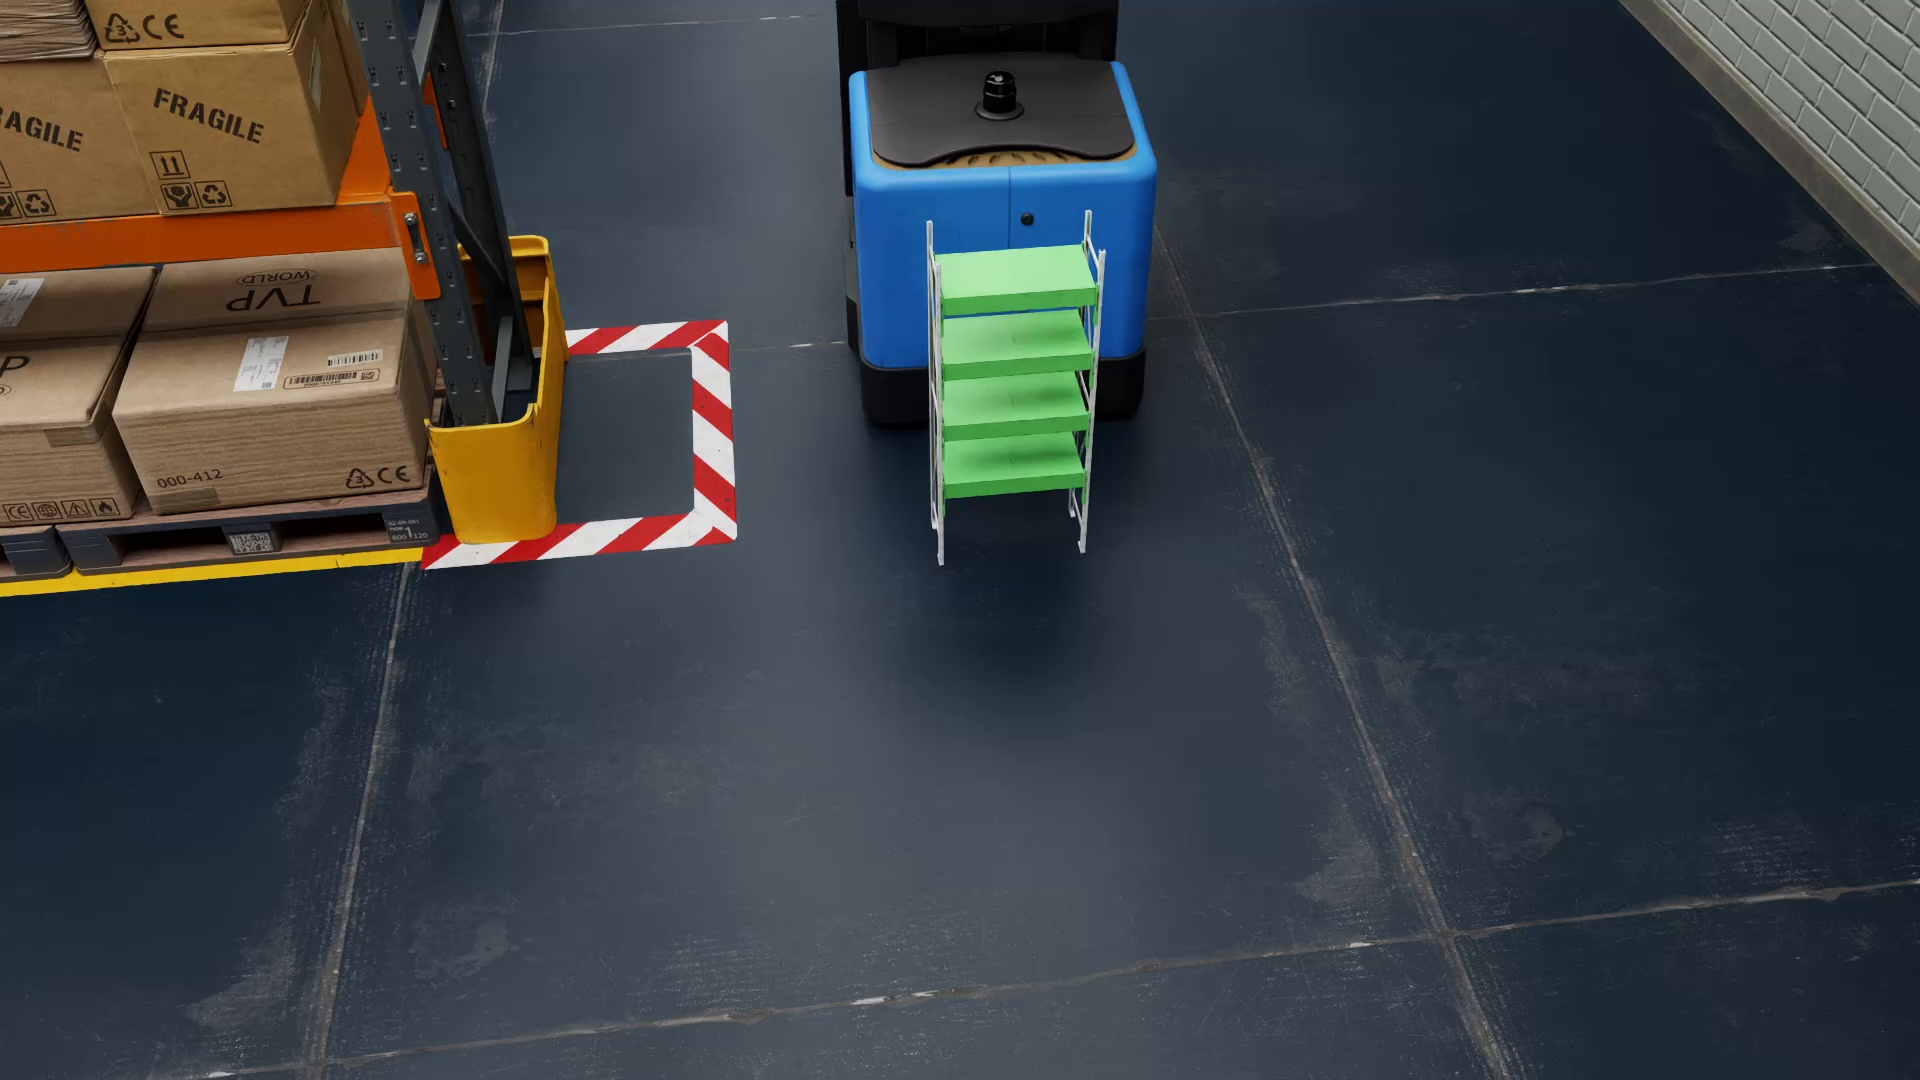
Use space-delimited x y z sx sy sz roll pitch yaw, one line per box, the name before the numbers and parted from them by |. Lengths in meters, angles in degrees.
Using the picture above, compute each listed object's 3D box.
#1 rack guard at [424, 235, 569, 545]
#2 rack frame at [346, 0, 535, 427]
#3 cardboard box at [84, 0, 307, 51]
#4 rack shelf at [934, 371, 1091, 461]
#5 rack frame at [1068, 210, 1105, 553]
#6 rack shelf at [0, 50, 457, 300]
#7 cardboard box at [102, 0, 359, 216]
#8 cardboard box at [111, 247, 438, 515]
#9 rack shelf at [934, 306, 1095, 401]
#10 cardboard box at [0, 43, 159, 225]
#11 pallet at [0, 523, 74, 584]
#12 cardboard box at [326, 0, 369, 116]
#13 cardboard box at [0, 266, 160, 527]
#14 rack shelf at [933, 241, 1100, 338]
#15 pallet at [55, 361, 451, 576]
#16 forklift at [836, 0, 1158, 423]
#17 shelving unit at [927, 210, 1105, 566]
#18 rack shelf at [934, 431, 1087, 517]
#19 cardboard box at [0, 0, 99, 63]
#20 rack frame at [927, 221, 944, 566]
rack guard | -1.649 -0.567 6.005 0.348 0.500 1.175 -5 42 -6
rack frame | -1.672 -1.493 5.166 0.127 3.000 1.000 -5 42 -6
cardboard box | -2.120 -1.701 4.575 0.500 0.500 0.500 -4 42 -4
rack shelf | 0.164 -0.412 5.407 0.480 0.148 0.258 -5 42 -6
rack frame | 0.406 -0.481 5.388 0.015 1.200 0.240 -5 42 -6
rack shelf | -3.656 -1.052 5.214 4.000 0.370 1.077 -5 42 -6
cardboard box | -2.116 -1.312 4.891 0.500 0.500 0.500 -5 42 -5
cardboard box | -2.314 -0.574 5.746 0.875 0.438 0.875 -6 42 -7
rack shelf | 0.164 -0.591 5.246 0.480 0.148 0.258 -5 42 -6
cardboard box | -2.616 -1.279 4.854 0.500 0.500 0.500 -6 42 -6
pallet | -3.662 -0.232 5.850 1.213 0.211 1.003 -5 42 -6
cardboard box | -2.186 -1.679 5.297 0.500 0.500 0.500 -5 42 -6
cardboard box | -3.220 -0.489 5.652 0.875 0.438 0.875 -4 42 -4
rack shelf | 0.164 -0.769 5.085 0.480 0.148 0.258 -5 42 -6
pallet | -2.455 -0.336 5.965 1.213 0.211 1.003 -5 42 -6
forklift | 0.045 -2.498 6.331 1.130 2.935 3.031 -3 42 -3
shelving unit | 0.164 -0.460 5.364 0.503 1.200 0.258 -5 42 -6
rack shelf | 0.164 -0.234 5.568 0.480 0.148 0.258 -5 42 -6
cardboard box | -2.634 -1.636 4.504 0.500 0.500 0.500 -5 42 -5
rack frame | -0.078 -0.439 5.341 0.015 1.200 0.240 -5 42 -6
